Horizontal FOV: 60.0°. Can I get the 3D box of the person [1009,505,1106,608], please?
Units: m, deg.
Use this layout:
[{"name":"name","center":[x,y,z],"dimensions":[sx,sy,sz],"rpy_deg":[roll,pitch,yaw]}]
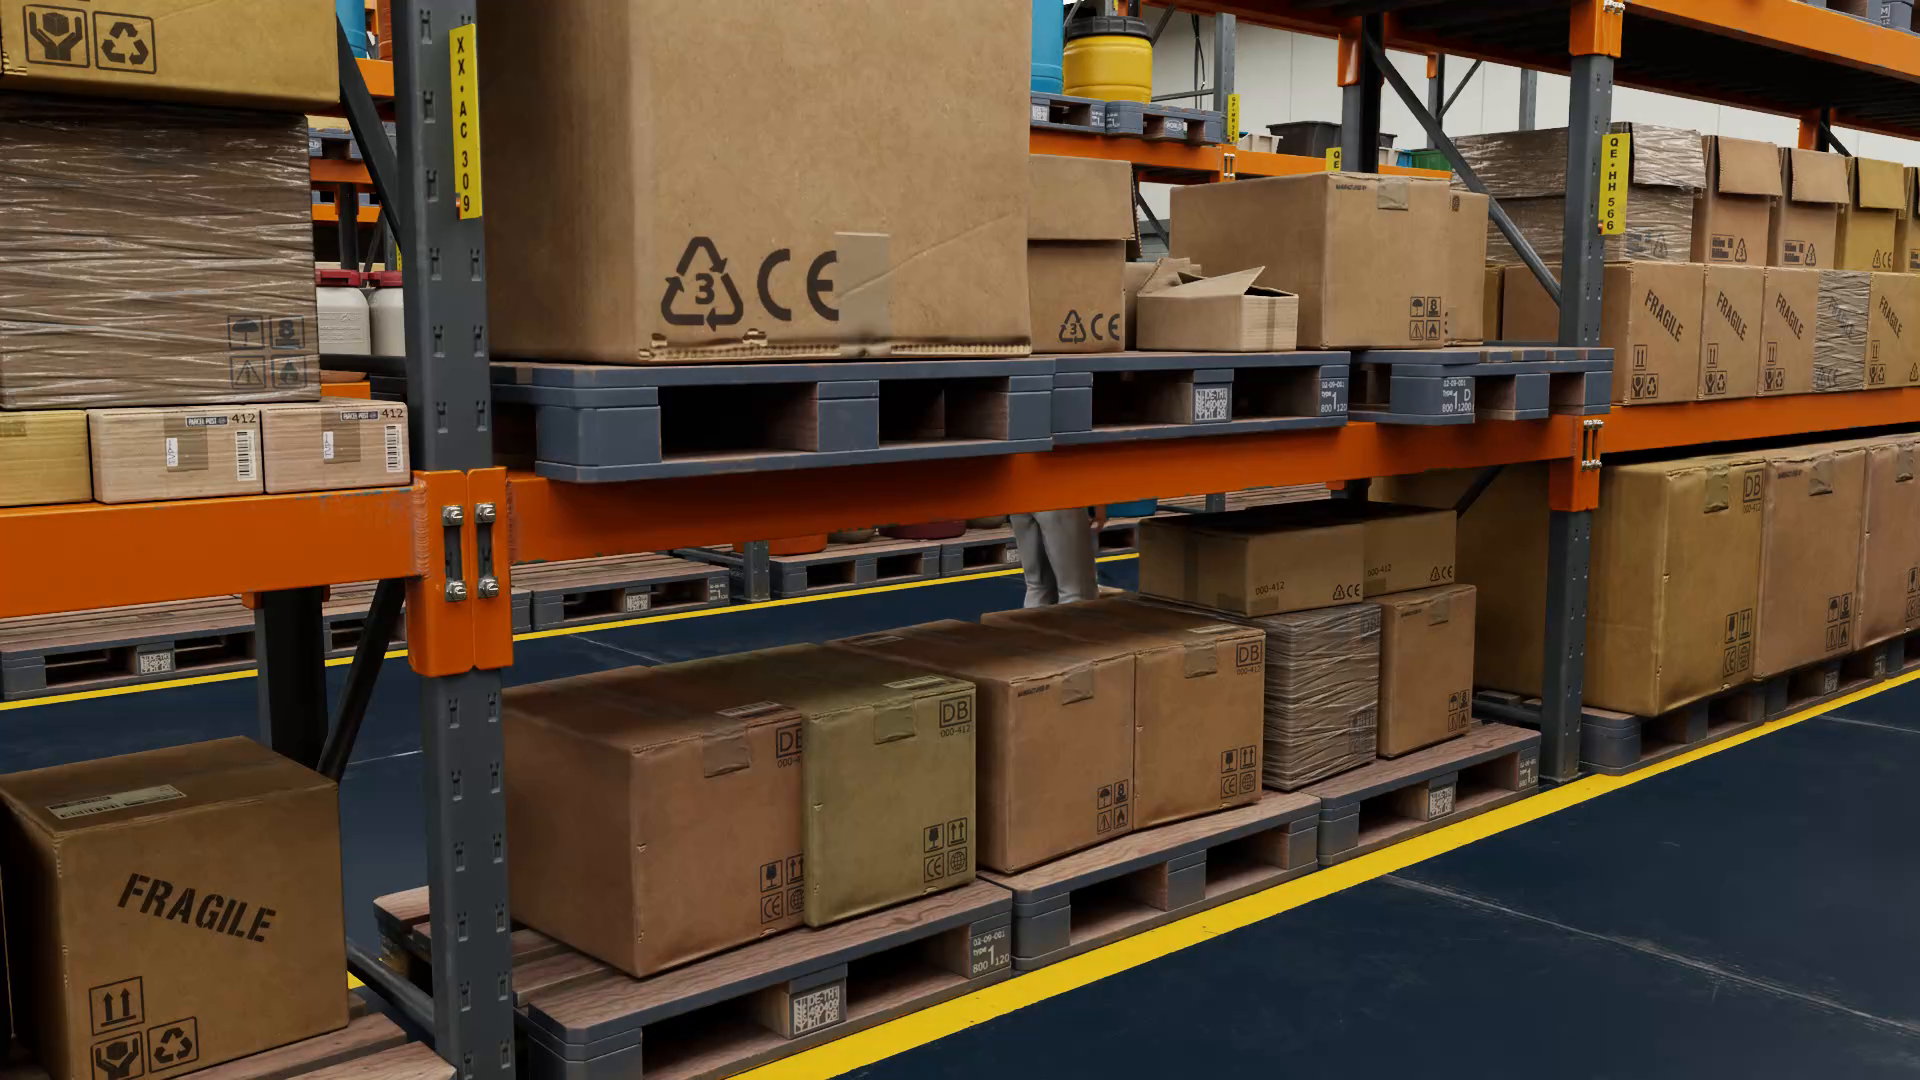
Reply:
[{"name":"person","center":[0.402,-0.140,6.846],"dimensions":[0.415,1.675,0.480],"rpy_deg":[-7,10,-43]}]
